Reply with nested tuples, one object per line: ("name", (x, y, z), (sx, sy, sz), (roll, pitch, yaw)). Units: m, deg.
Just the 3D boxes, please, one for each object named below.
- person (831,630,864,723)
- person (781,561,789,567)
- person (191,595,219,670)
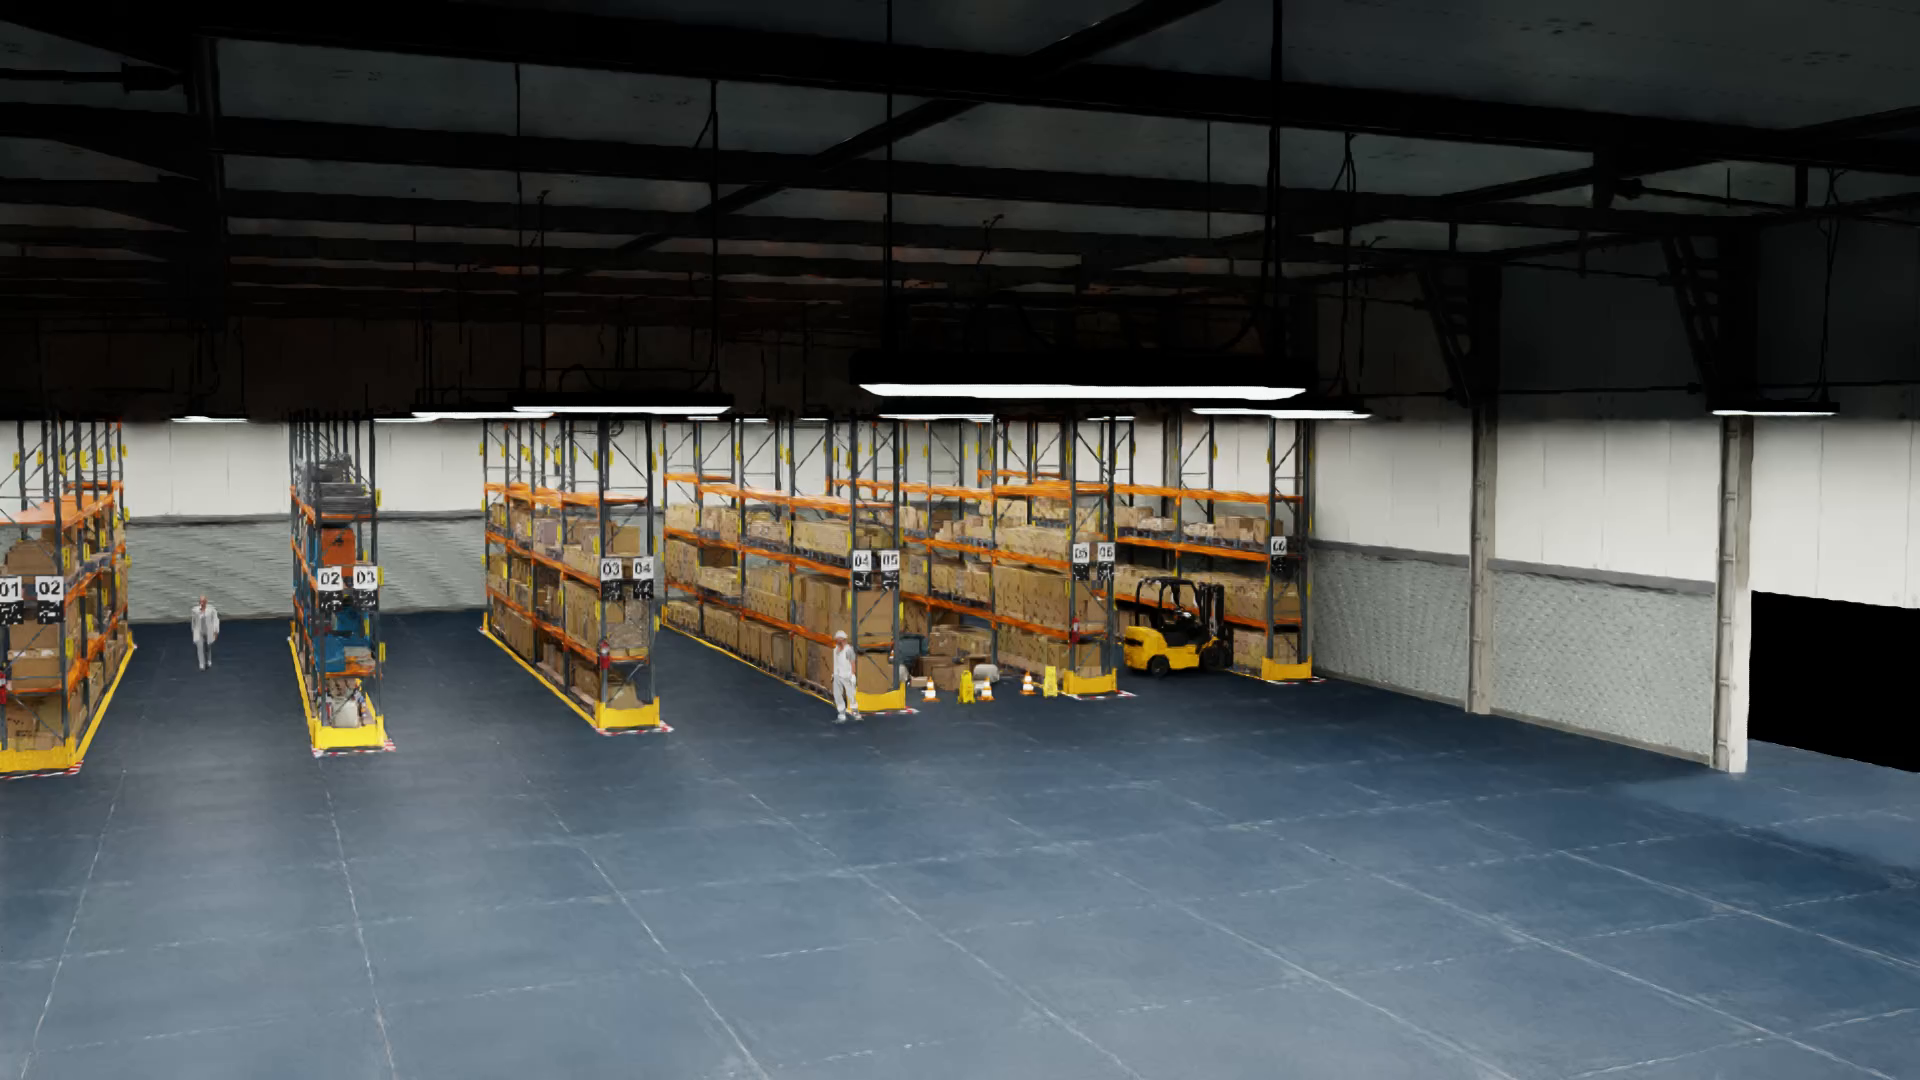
("person", (-2.194, 2.611, 31.860), (0.646, 1.781, 0.553), (3, 5, 37))
("person", (-5.388, 1.283, 52.296), (0.519, 1.582, 0.463), (3, 5, 33))
("person", (-17.613, 2.140, 38.797), (0.603, 1.725, 1.110), (-2, 4, -24))
